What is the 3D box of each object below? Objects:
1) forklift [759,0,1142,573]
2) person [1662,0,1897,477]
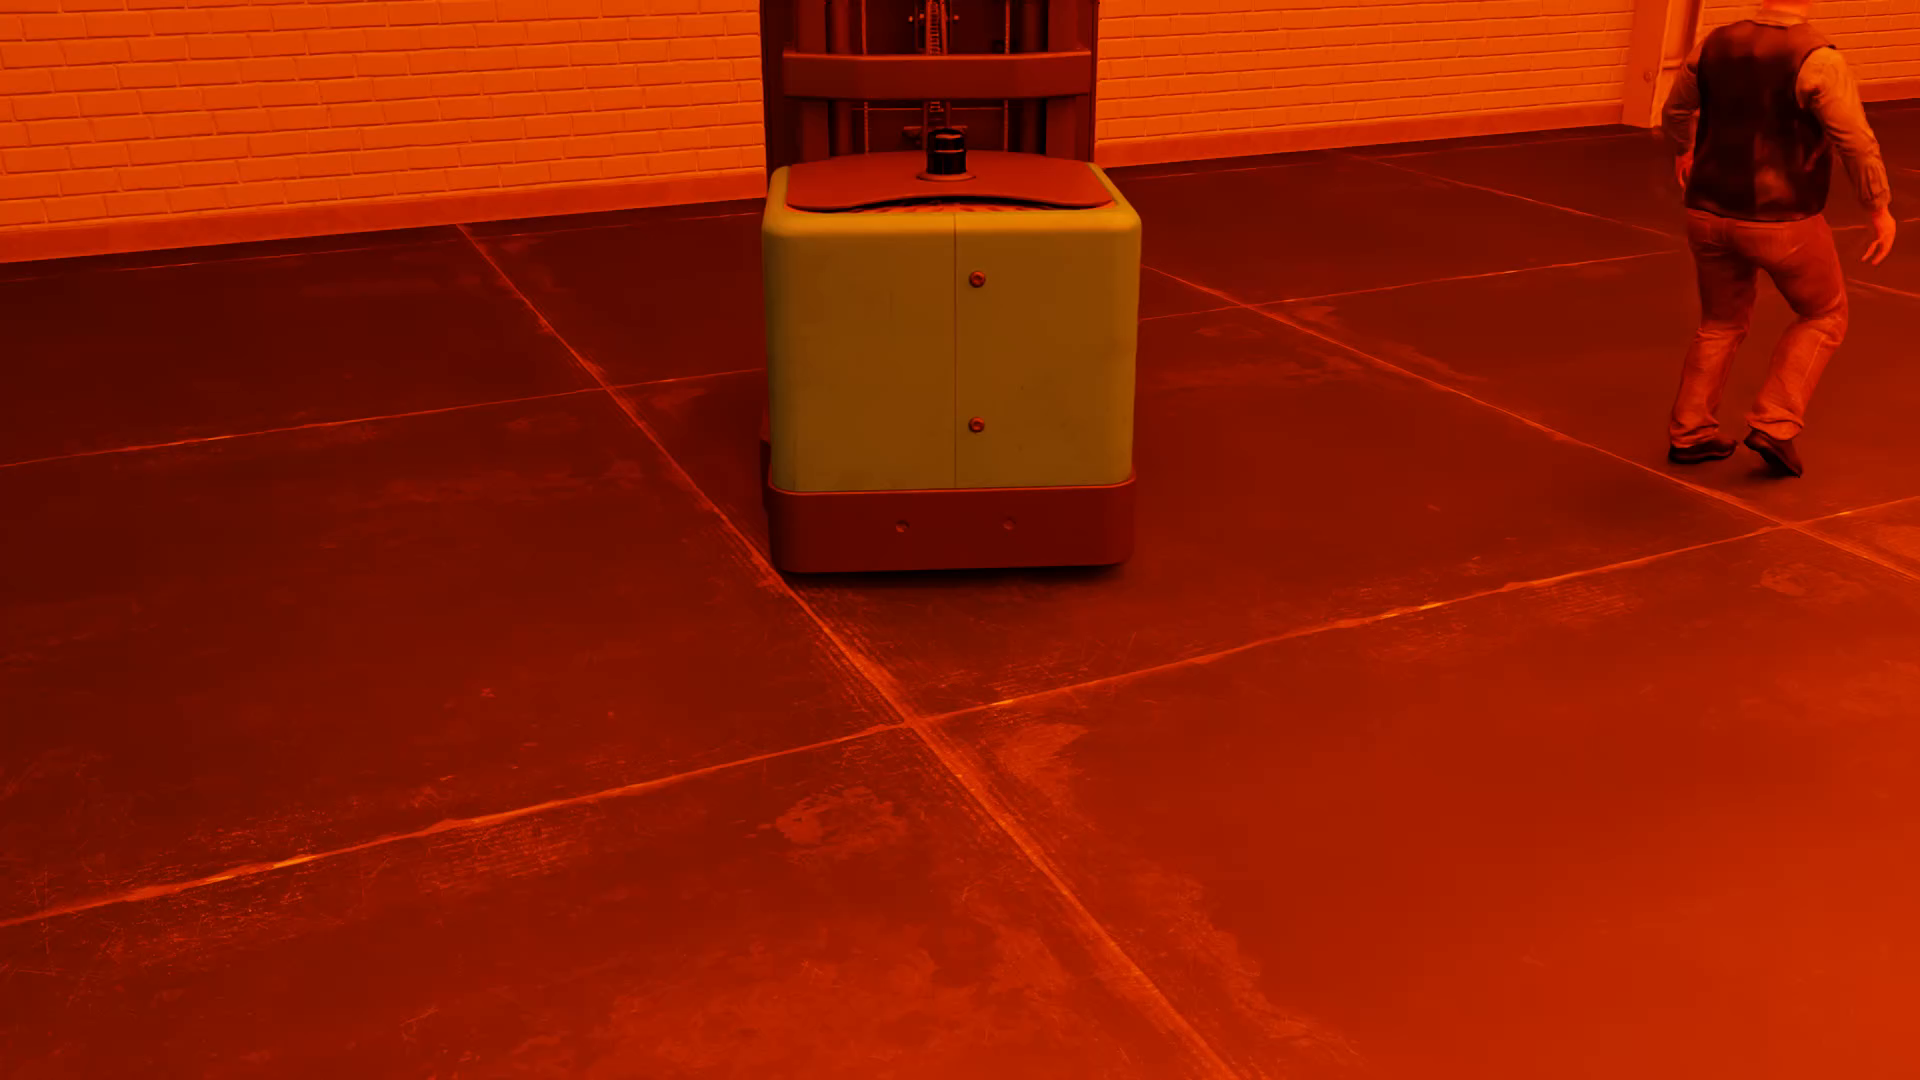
[{"bbox_3d":[-0.116,-1.783,5.578,1.130,2.935,3.031,-2,23,-4],"label":"forklift"},{"bbox_3d":[2.630,-1.056,5.484,0.497,1.729,0.843,-11,25,-25],"label":"person"}]
